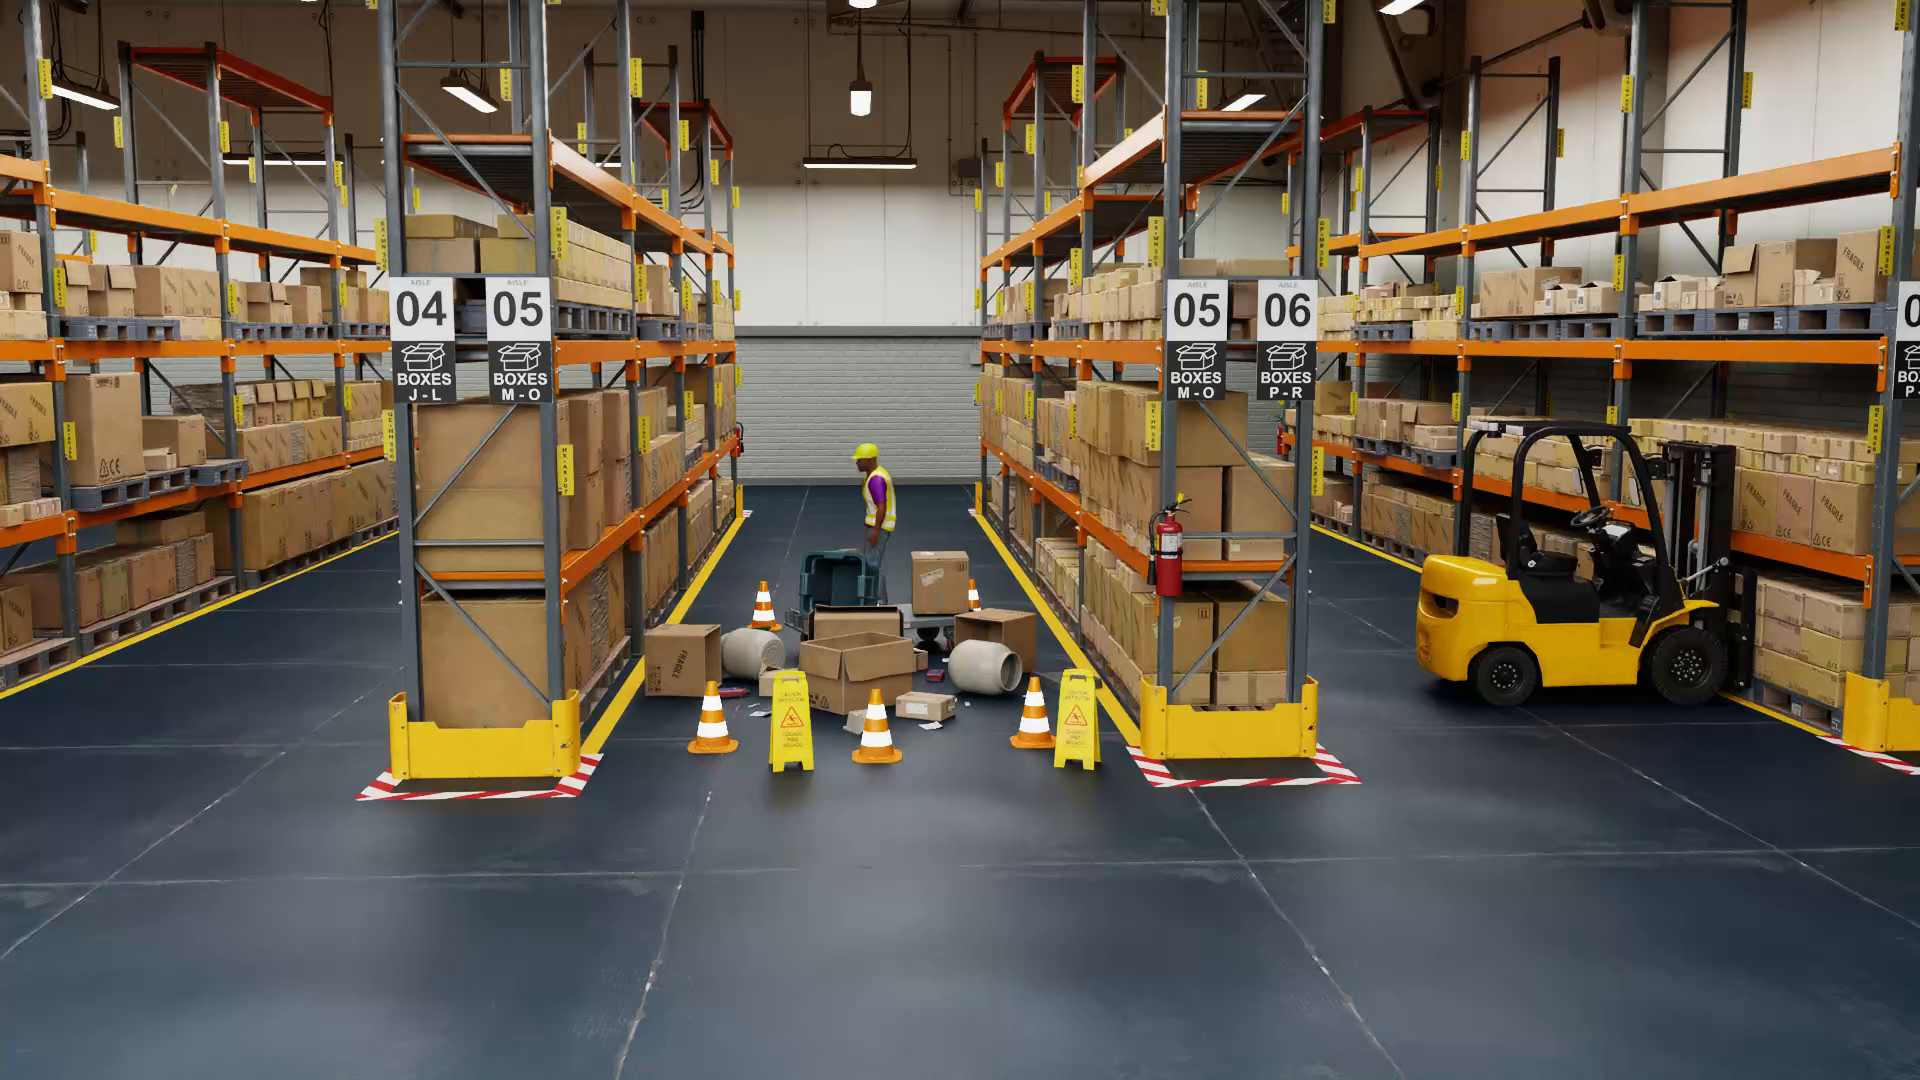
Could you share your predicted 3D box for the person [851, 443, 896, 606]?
[{"bbox_3d":[-0.894,-0.125,17.221,0.463,1.759,0.625,-1,7,-6],"label":"person"}]
